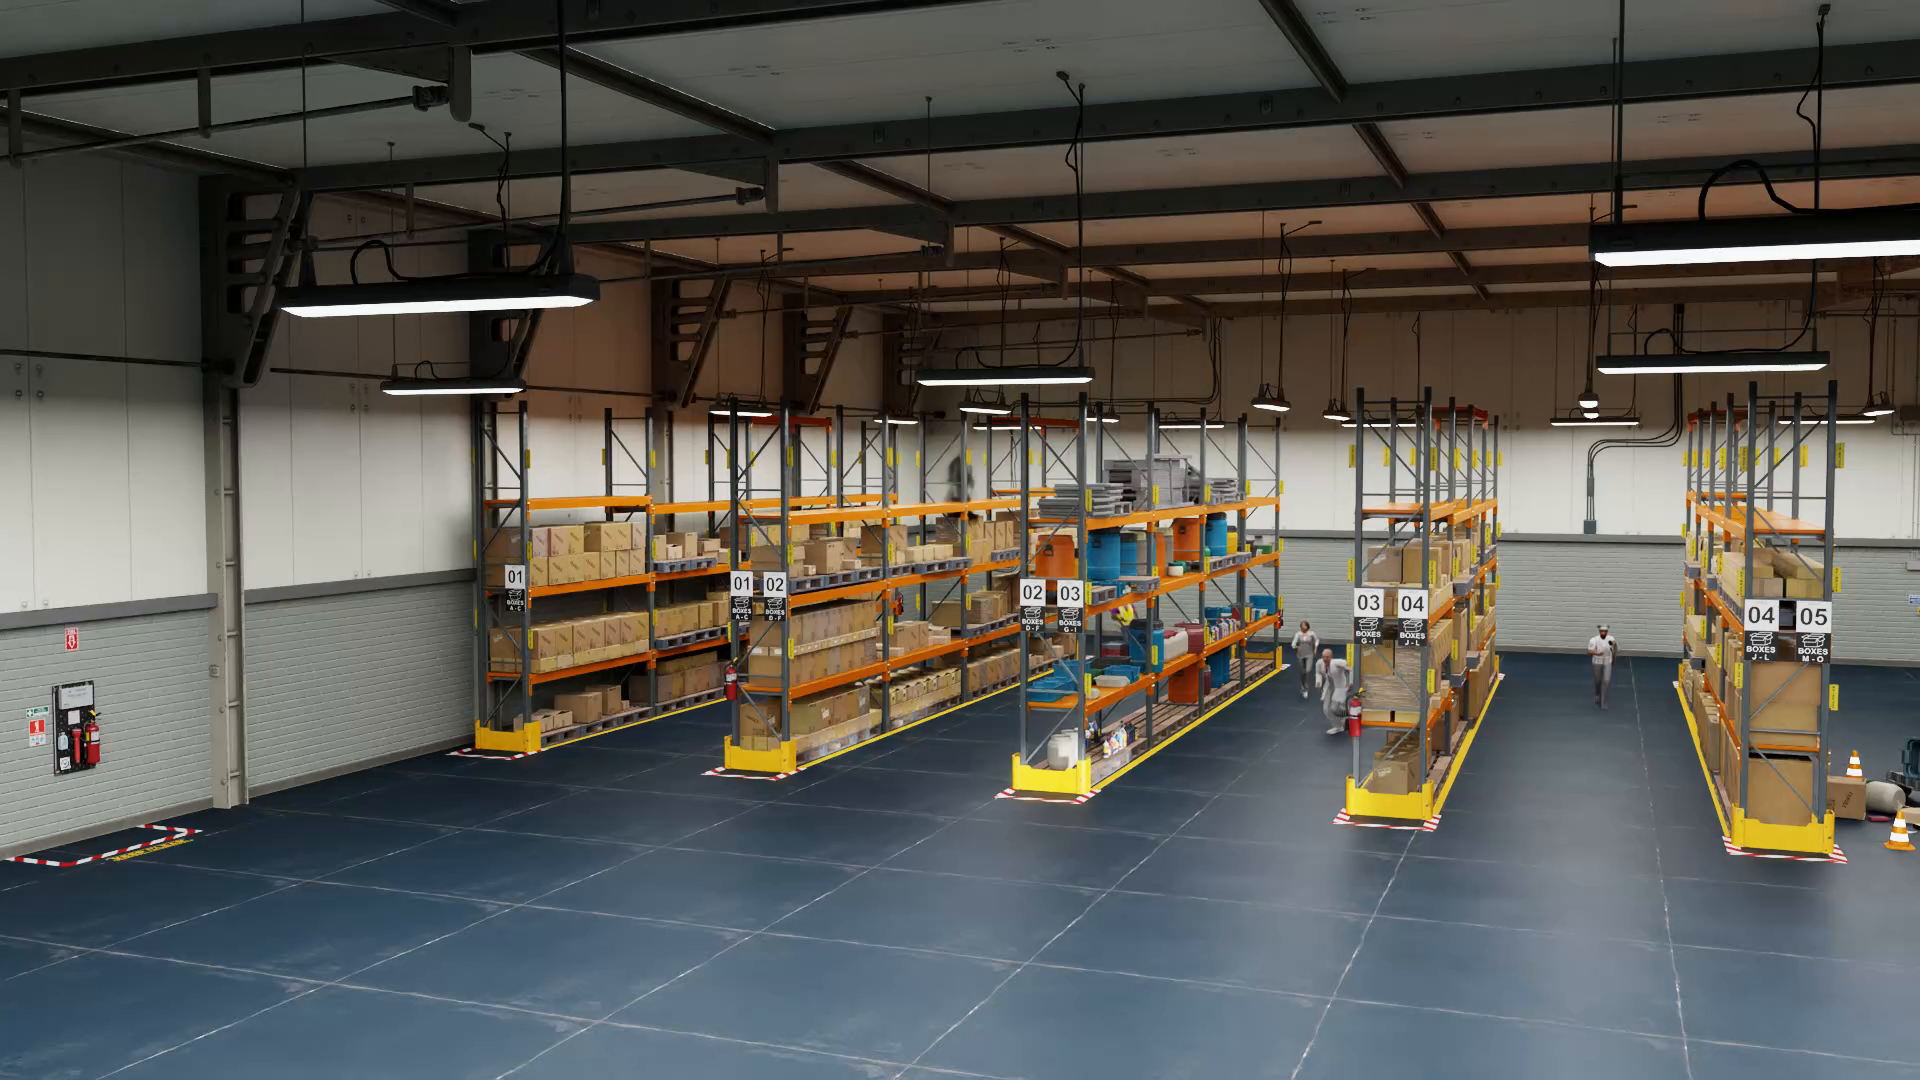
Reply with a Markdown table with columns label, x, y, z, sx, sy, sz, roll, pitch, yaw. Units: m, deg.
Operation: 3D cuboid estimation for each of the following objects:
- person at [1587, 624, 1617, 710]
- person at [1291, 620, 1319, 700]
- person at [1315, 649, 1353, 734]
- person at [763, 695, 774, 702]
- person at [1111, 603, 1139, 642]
| label | x | y | z | sx | sy | sz | roll | pitch | yaw |
| --- | --- | --- | --- | --- | --- | --- | --- | --- | --- |
| person | 12.960 | 2.534 | 33.563 | 0.601 | 1.731 | 0.902 | 1 | 3 | 10 |
| person | 7.256 | 2.500 | 34.994 | 0.547 | 1.628 | 0.804 | 1 | 3 | 19 |
| person | 6.838 | 2.746 | 30.235 | 0.735 | 1.589 | 0.884 | 2 | 4 | 39 |
| person | -3.443 | 2.660 | 30.237 | 0.598 | 1.702 | 0.919 | 0 | 3 | 10 |
| person | 4.154 | 2.128 | 41.580 | 0.780 | 1.689 | 0.793 | -1 | 3 | -26 |
